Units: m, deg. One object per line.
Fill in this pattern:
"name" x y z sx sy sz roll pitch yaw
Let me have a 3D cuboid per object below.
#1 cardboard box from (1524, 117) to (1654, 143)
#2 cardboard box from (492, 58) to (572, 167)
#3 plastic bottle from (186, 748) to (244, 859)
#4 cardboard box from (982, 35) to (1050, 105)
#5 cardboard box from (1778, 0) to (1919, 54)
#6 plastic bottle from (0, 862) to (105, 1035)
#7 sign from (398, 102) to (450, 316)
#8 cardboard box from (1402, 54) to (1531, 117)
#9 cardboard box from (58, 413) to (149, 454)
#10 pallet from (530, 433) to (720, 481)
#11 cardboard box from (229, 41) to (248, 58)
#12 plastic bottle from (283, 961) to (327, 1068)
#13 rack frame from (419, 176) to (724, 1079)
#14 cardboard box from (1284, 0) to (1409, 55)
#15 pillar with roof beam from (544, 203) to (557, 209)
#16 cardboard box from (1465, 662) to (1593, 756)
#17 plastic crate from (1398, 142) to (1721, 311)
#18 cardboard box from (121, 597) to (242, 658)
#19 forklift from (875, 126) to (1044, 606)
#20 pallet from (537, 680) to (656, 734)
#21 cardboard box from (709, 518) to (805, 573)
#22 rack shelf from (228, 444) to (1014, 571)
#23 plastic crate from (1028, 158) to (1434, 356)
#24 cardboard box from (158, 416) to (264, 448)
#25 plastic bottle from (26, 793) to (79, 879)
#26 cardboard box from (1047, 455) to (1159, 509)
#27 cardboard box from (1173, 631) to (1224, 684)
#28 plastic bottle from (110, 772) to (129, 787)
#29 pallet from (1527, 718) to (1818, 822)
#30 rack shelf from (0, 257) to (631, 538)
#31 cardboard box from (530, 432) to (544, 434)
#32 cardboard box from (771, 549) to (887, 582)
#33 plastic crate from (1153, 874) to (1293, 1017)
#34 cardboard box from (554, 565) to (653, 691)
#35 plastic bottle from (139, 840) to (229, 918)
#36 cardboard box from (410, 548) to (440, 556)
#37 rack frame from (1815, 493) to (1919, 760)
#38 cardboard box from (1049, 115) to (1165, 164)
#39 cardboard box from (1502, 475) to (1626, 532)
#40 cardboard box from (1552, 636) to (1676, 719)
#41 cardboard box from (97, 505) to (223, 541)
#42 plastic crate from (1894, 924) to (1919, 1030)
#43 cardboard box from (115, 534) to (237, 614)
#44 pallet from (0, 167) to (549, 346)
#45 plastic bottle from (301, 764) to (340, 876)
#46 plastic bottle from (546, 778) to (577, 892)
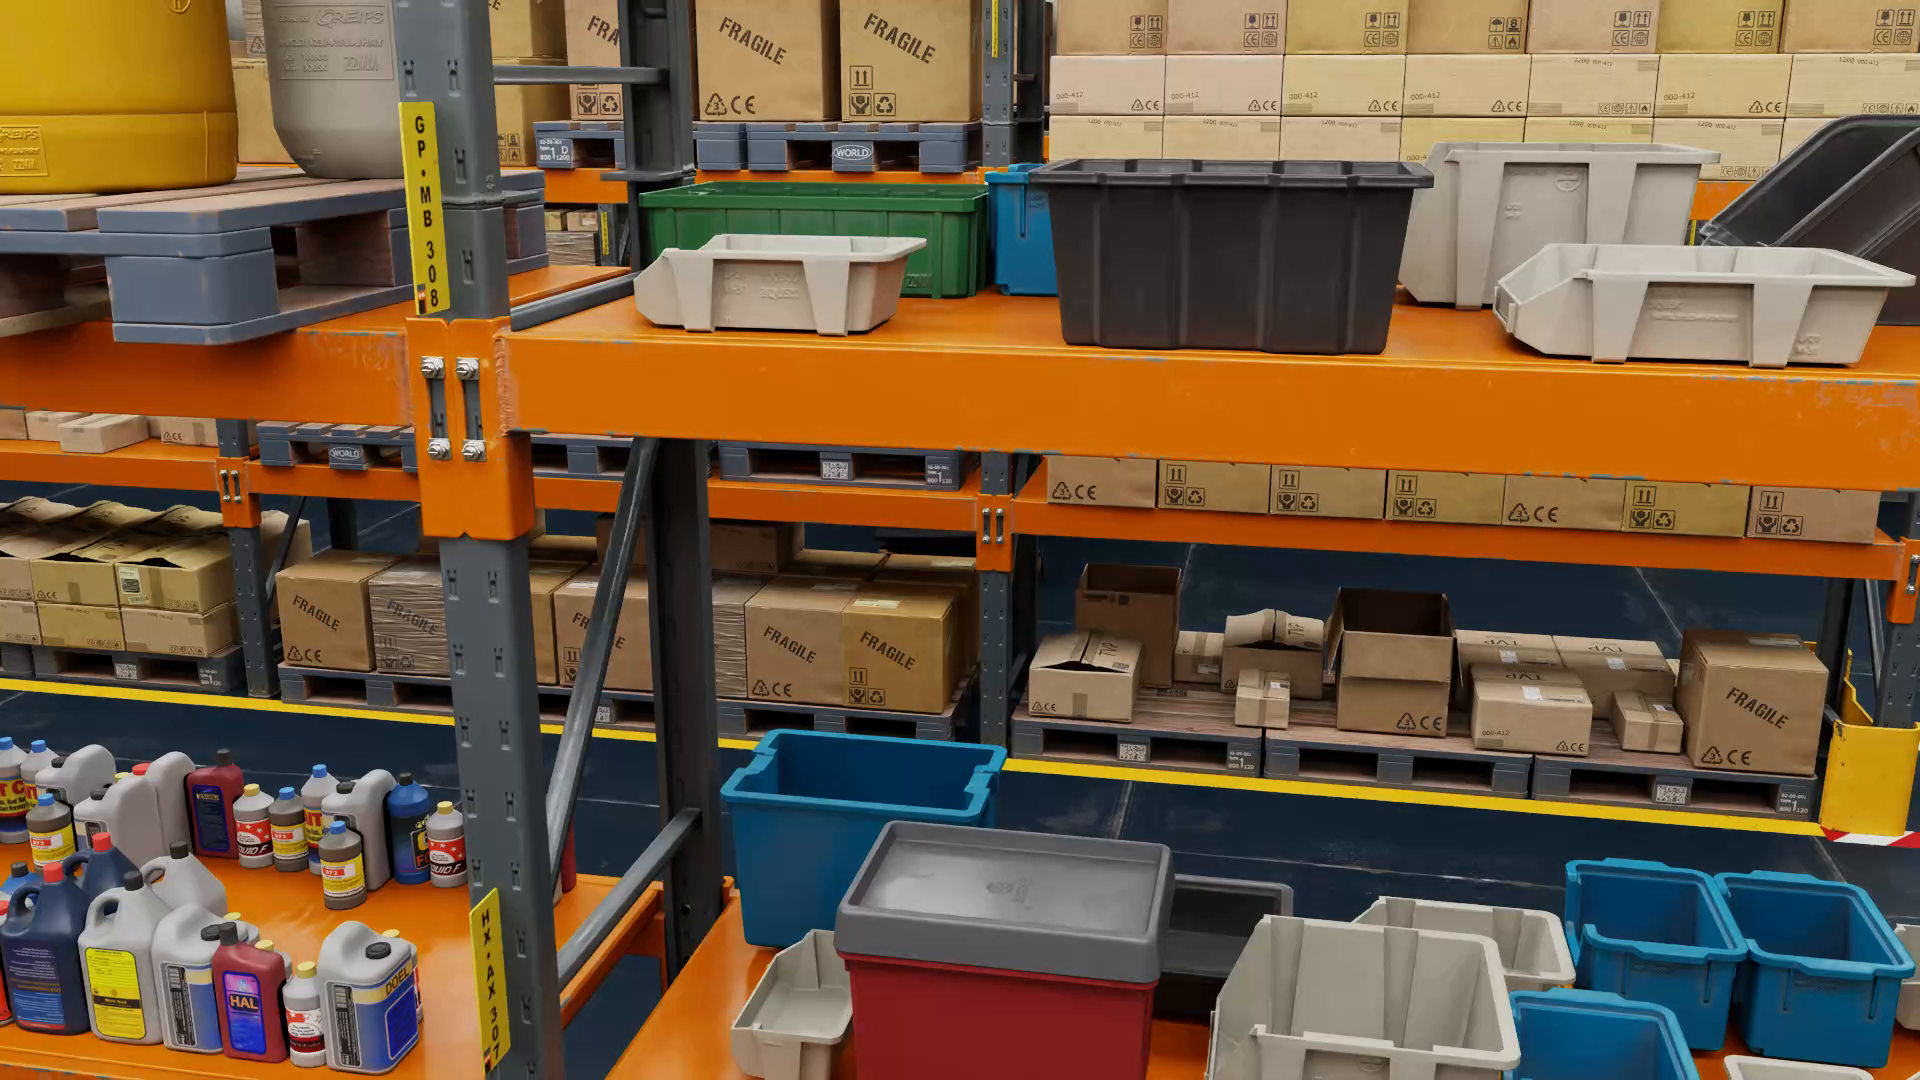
"cardboard box" 2.642 -1.683 7.111 0.500 0.250 0.500 3 16 11
"cardboard box" -2.217 -2.149 8.325 0.500 0.500 0.910 3 16 11
"plastic bottle" -1.877 0.662 4.202 0.133 0.283 0.061 3 16 11
"cardboard box" 0.402 -3.589 12.699 0.500 0.500 0.700 2 16 8
"cardboard box" 3.672 -2.297 6.988 0.500 0.500 0.700 3 16 11
"plastic bottle" -1.879 0.835 3.452 0.185 0.351 0.144 3 16 11
"sign" -0.843 -0.522 2.622 0.005 0.325 0.100 3 16 11
"cardboard box" 2.154 -1.953 7.148 0.500 0.250 0.500 3 16 11
"cardboard box" -4.597 -0.579 8.933 0.250 0.149 0.380 3 16 11
"pallet" -1.754 -0.530 8.645 1.213 0.211 1.003 3 16 11
"cardboard box" -6.077 -3.879 13.785 0.500 0.500 0.500 5 16 19
"plastic bottle" -1.302 0.944 3.336 0.097 0.201 0.097 0 15 0
"rack frame" -0.732 0.784 3.543 0.127 3.000 1.000 3 16 11
"cardboard box" 1.696 -2.383 7.295 0.500 0.500 0.700 3 16 11
"pillar with roof beam" -4.637 -4.081 9.867 0.400 9.000 9.100 3 16 11
"cardboard box" 2.672 0.791 7.843 0.500 0.250 0.500 3 16 11
"plastic crate" 1.077 -0.590 3.107 0.530 0.282 0.437 3 16 11
"cardboard box" -4.225 0.434 9.170 0.500 0.250 0.500 3 16 12
"forklift" -0.005 -1.220 10.907 1.130 2.935 3.031 0 15 0
"pallet" -1.745 0.735 8.945 1.213 0.211 1.003 3 16 11
"cardboard box" -1.147 -0.023 8.910 0.500 0.250 0.500 3 16 11
"rack shelf" -1.701 -0.271 8.700 4.000 0.370 1.077 3 16 11
"plastic crate" 0.431 -0.461 2.662 0.590 0.269 0.497 3 16 11
"cardboard box" -4.009 -0.712 9.111 0.500 0.311 0.500 4 16 15
"plastic bottle" -2.251 0.727 4.119 0.097 0.201 0.097 0 15 0
"cardboard box" 0.704 -0.461 7.851 0.500 0.500 0.500 4 16 13
"cardboard box" 1.253 0.611 8.685 0.250 0.149 0.380 3 16 11
"plastic bottle" -2.125 0.693 4.244 0.097 0.201 0.097 0 15 0
"pallet" 3.323 0.999 7.991 1.213 0.211 1.003 3 16 11
"rack shelf" -2.692 -0.421 3.622 4.000 0.370 1.077 3 16 11
"cardboard box" -2.163 -0.872 8.548 0.500 0.500 0.700 6 17 22
"cardboard box" -0.692 0.366 8.910 0.500 0.500 0.500 3 16 12
"plastic crate" 0.418 0.877 3.610 0.590 0.125 0.437 3 16 11
"cardboard box" -1.755 0.448 8.614 0.500 0.500 0.500 3 16 9
"plastic bottle" -1.669 0.807 3.553 0.185 0.351 0.144 3 16 11
"cardboard box" -2.698 0.257 9.305 0.500 0.500 0.500 4 16 13
"rack frame" 4.179 -0.299 7.452 0.127 3.000 1.000 3 16 11
"cardboard box" 0.686 -1.794 7.512 0.500 0.250 0.500 3 16 11
"cardboard box" 2.689 -0.354 7.465 0.500 0.500 0.500 3 16 12
"cardboard box" 3.212 0.685 8.228 0.500 0.250 0.500 3 16 11
"cardboard box" -4.632 -0.002 9.695 0.500 0.311 0.500 3 16 10
"plastic crate" 2.049 0.921 3.430 0.298 0.136 0.250 3 16 11
"cardboard box" -4.223 0.165 9.092 0.500 0.311 0.500 4 16 13
"pallet" -1.520 -0.587 3.226 1.003 0.211 1.213 3 16 11
"plastic bottle" -1.576 0.689 4.127 0.097 0.271 0.097 0 15 0
"plastic bottle" -1.006 0.709 4.032 0.133 0.283 0.061 3 16 11
